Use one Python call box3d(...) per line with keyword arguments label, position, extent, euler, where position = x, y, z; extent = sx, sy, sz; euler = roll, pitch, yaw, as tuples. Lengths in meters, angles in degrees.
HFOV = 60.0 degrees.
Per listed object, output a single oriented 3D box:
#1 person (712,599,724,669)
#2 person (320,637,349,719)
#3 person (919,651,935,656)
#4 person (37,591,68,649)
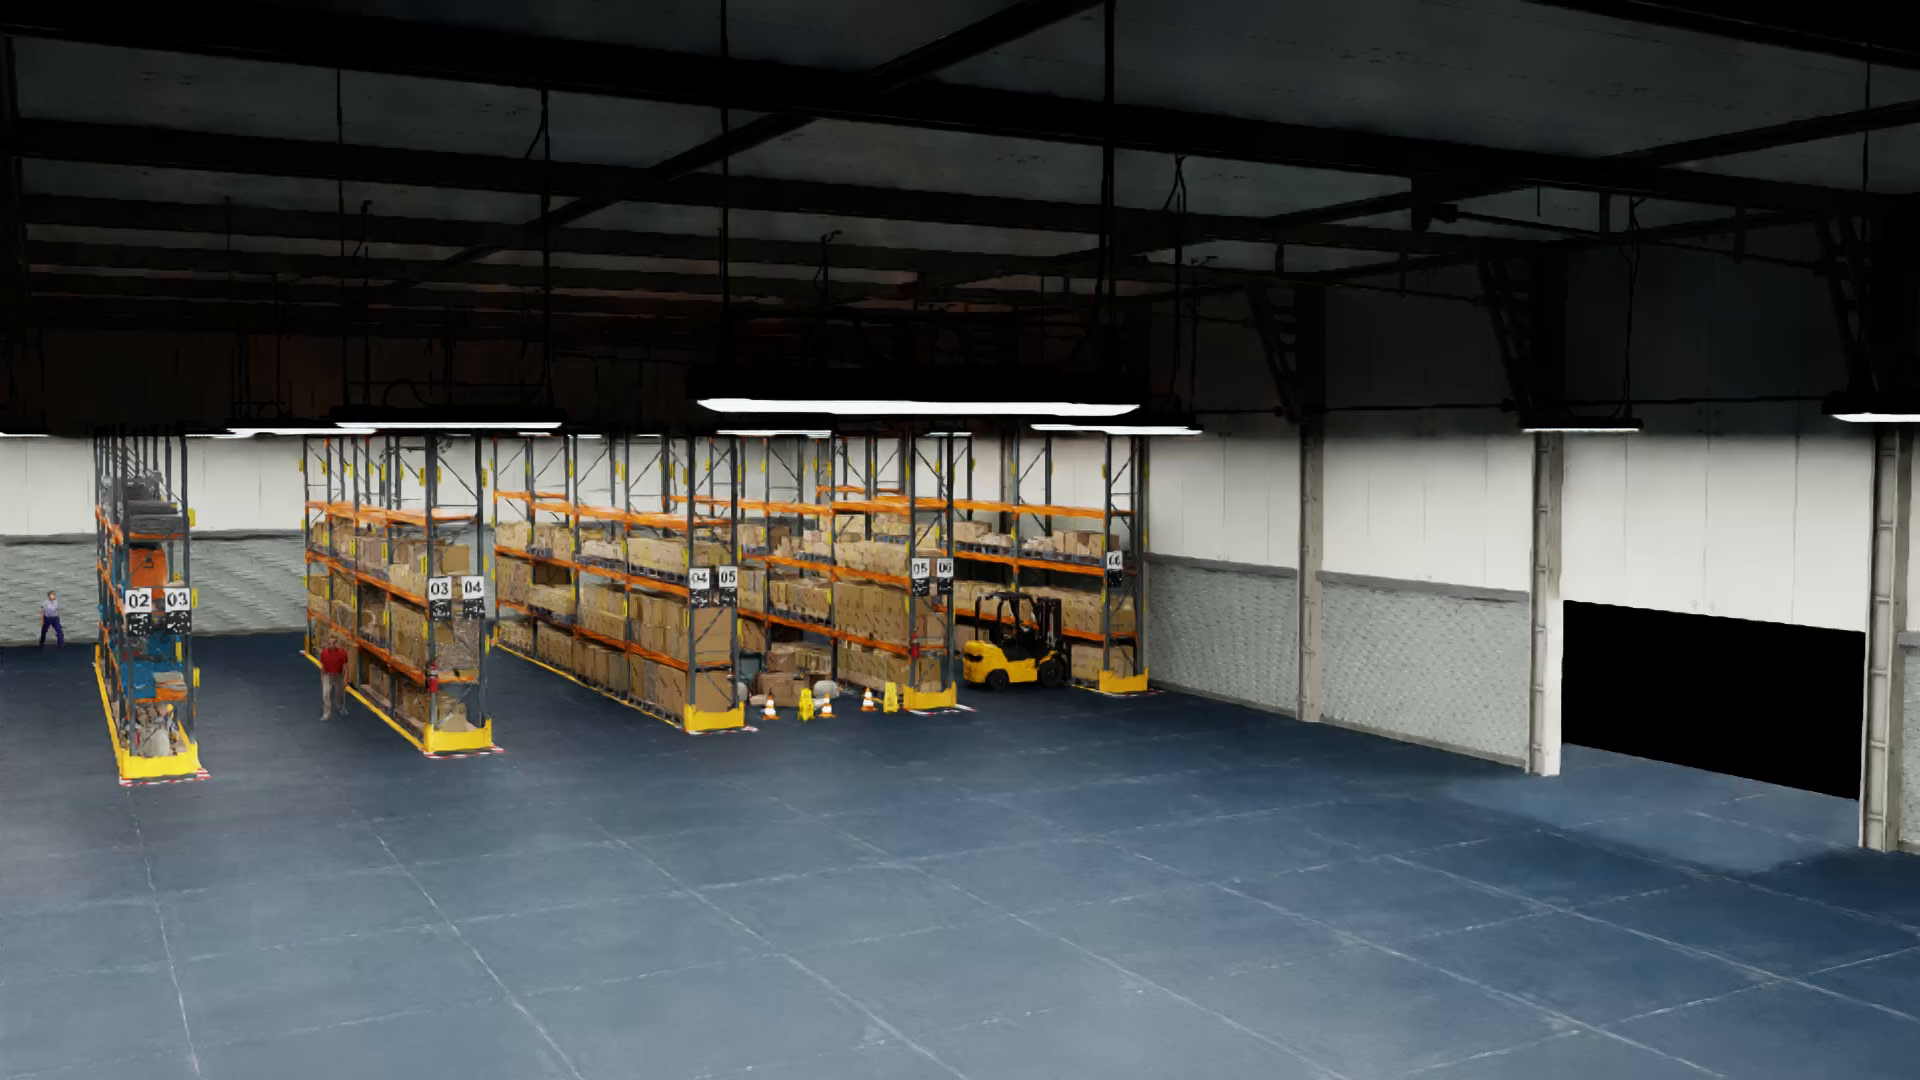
box3d(label="person", position=(-6.093, 2.340, 41.027), extent=(0.572, 1.769, 0.618), euler=(0, 3, -2))
box3d(label="person", position=(-12.831, 2.810, 34.133), extent=(0.568, 1.677, 0.950), euler=(-1, 4, -12))
box3d(label="person", position=(-0.805, 2.512, 39.142), extent=(0.530, 1.668, 0.447), euler=(2, 4, 29))
box3d(label="person", position=(-24.839, 2.182, 45.413), extent=(0.942, 1.596, 0.519), euler=(3, 4, 38))
